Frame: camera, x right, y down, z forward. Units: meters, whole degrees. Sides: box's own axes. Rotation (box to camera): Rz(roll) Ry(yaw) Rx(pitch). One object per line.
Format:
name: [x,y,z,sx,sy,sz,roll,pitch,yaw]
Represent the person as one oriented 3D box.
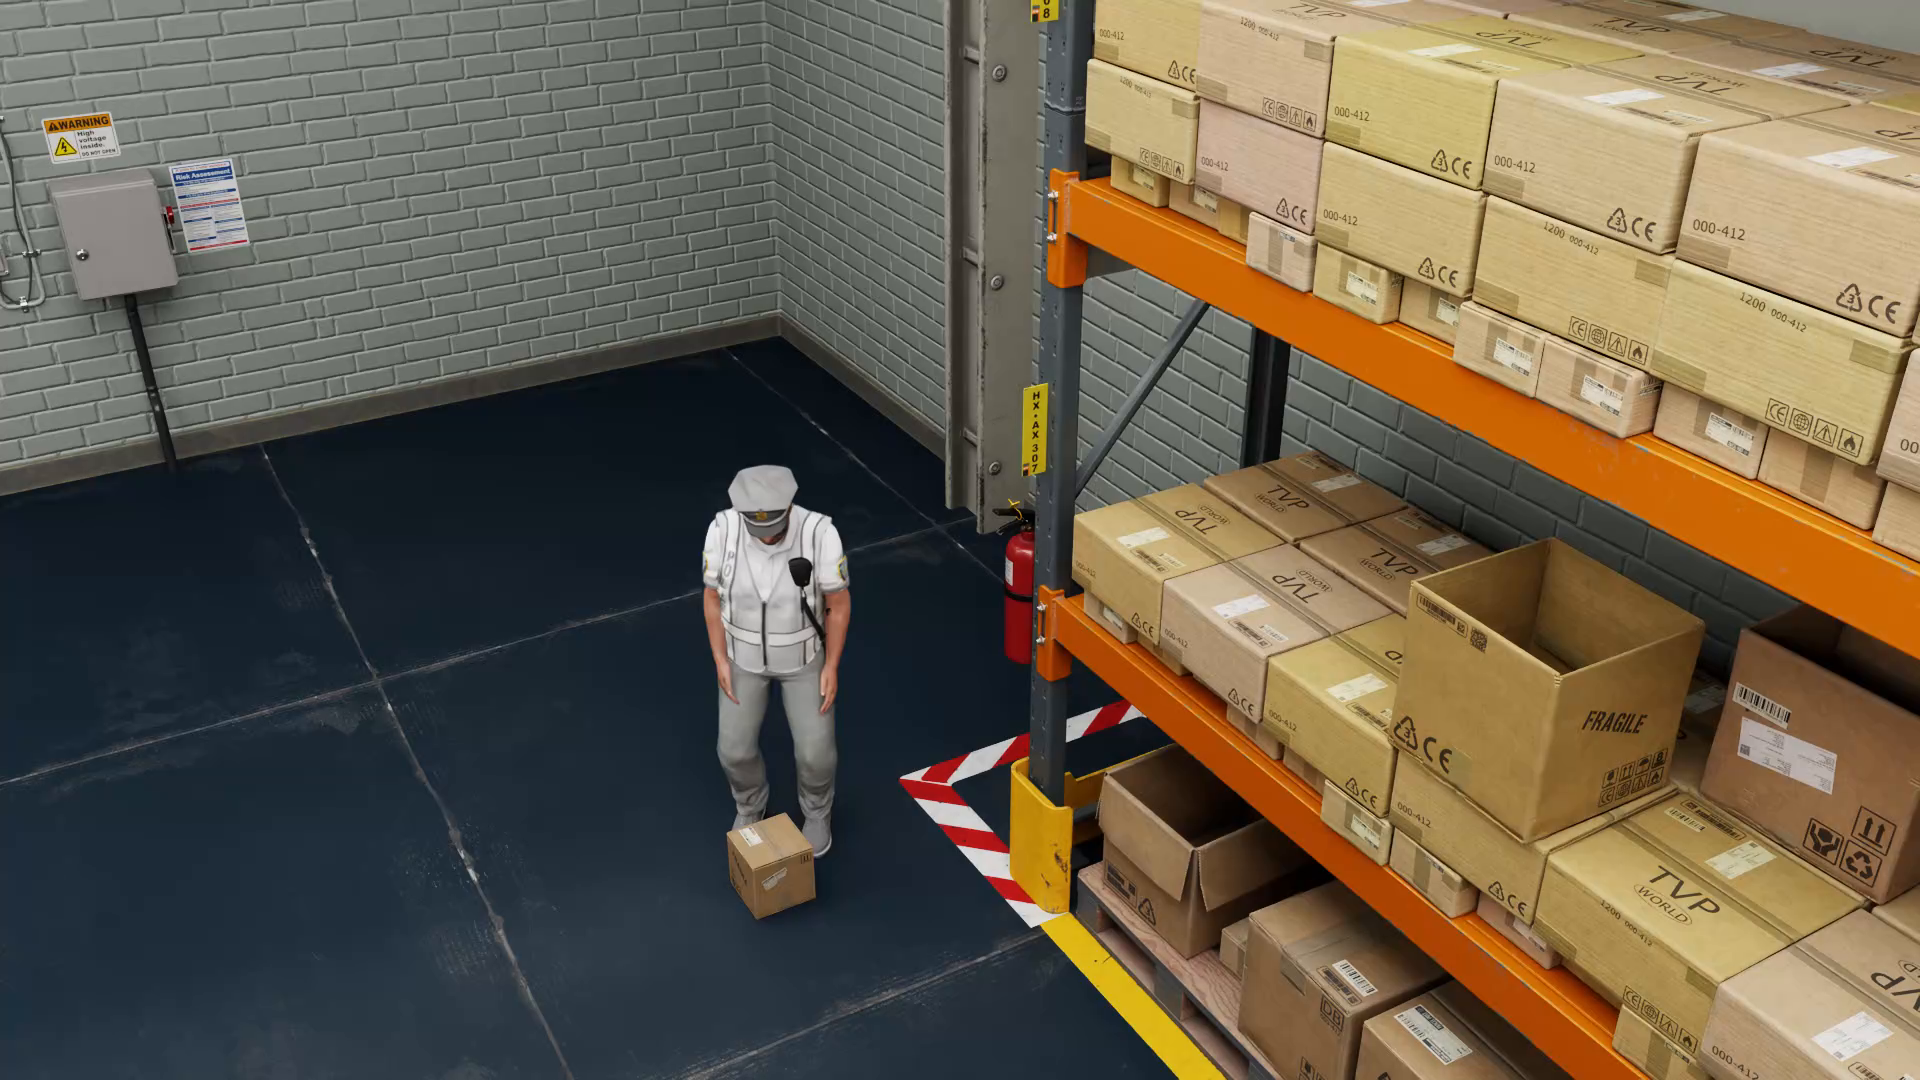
person: [-0.688,0.455,6.368,0.561,1.690,0.517,2,29,4]
